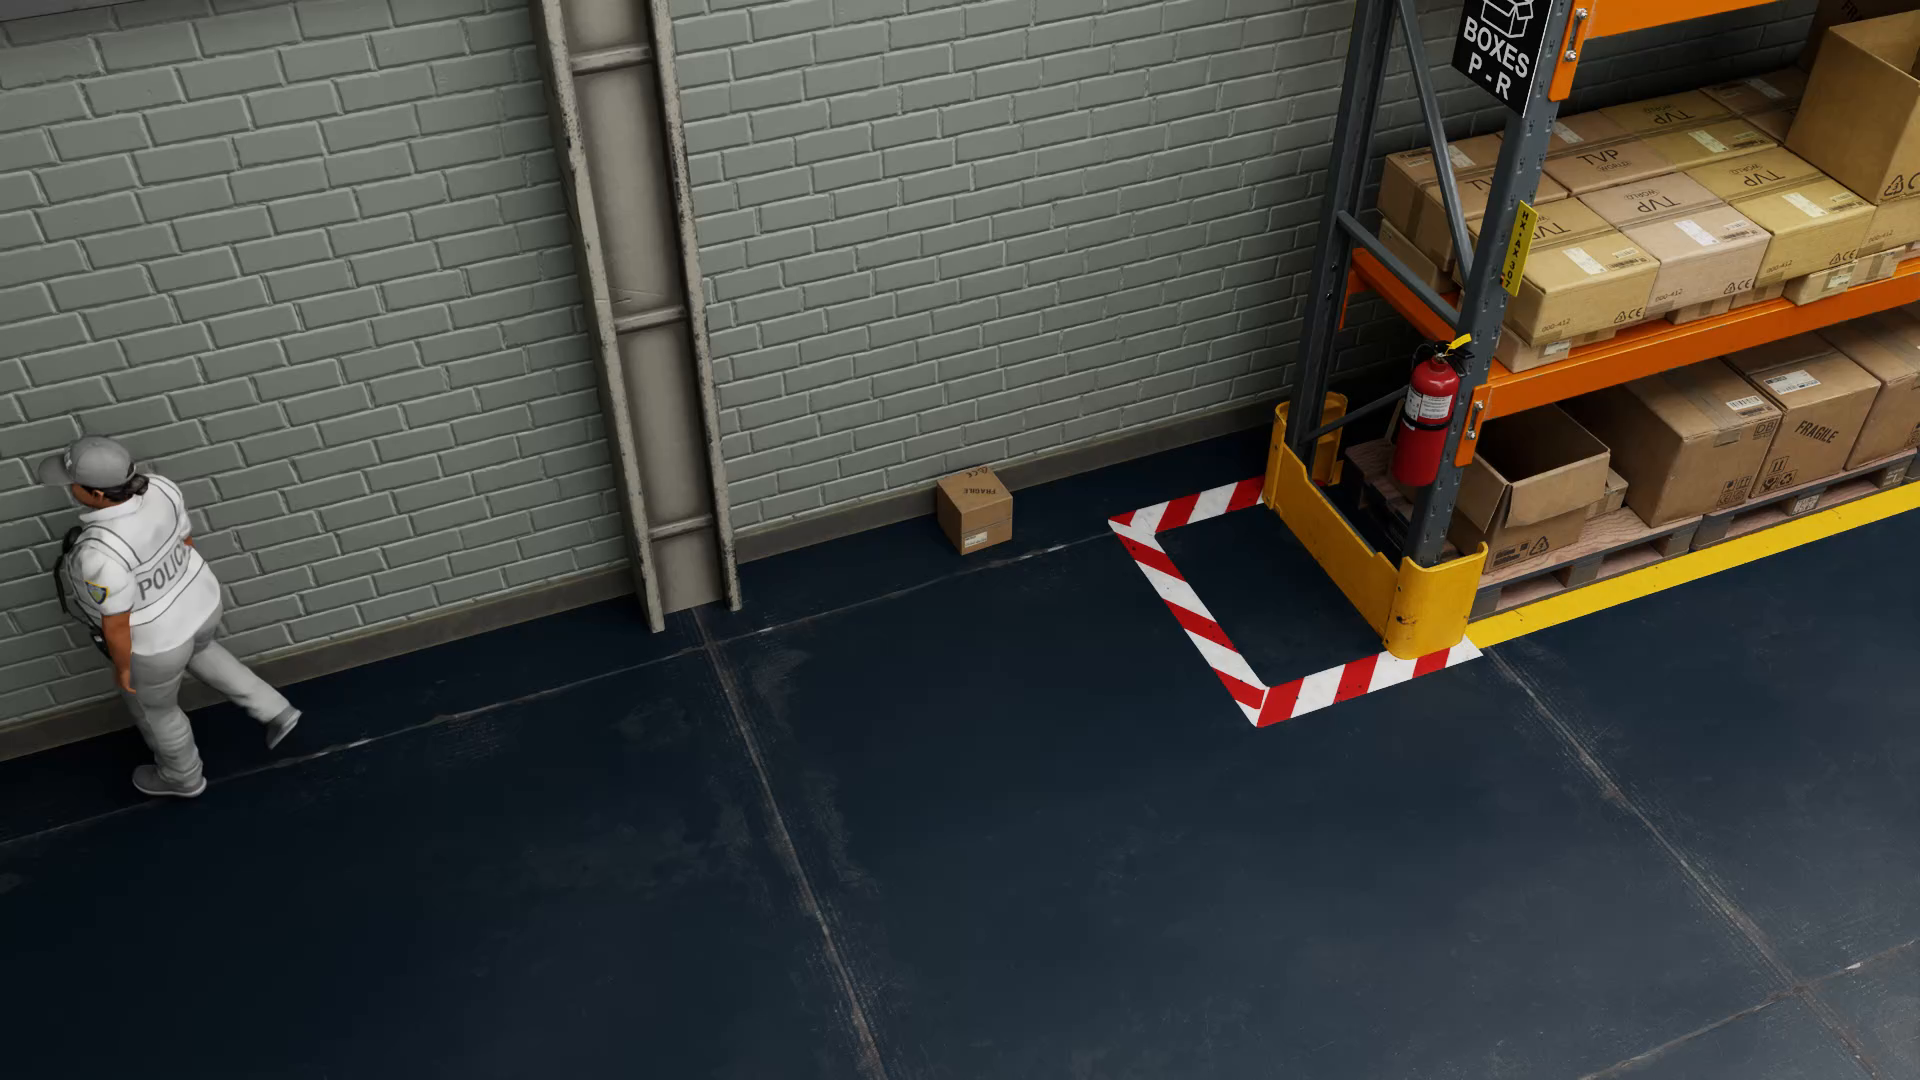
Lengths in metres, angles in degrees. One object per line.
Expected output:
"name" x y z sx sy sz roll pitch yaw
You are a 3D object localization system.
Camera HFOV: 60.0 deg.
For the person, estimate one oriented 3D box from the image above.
"person" -2.818 0.283 5.814 0.636 1.657 0.512 10 43 11
